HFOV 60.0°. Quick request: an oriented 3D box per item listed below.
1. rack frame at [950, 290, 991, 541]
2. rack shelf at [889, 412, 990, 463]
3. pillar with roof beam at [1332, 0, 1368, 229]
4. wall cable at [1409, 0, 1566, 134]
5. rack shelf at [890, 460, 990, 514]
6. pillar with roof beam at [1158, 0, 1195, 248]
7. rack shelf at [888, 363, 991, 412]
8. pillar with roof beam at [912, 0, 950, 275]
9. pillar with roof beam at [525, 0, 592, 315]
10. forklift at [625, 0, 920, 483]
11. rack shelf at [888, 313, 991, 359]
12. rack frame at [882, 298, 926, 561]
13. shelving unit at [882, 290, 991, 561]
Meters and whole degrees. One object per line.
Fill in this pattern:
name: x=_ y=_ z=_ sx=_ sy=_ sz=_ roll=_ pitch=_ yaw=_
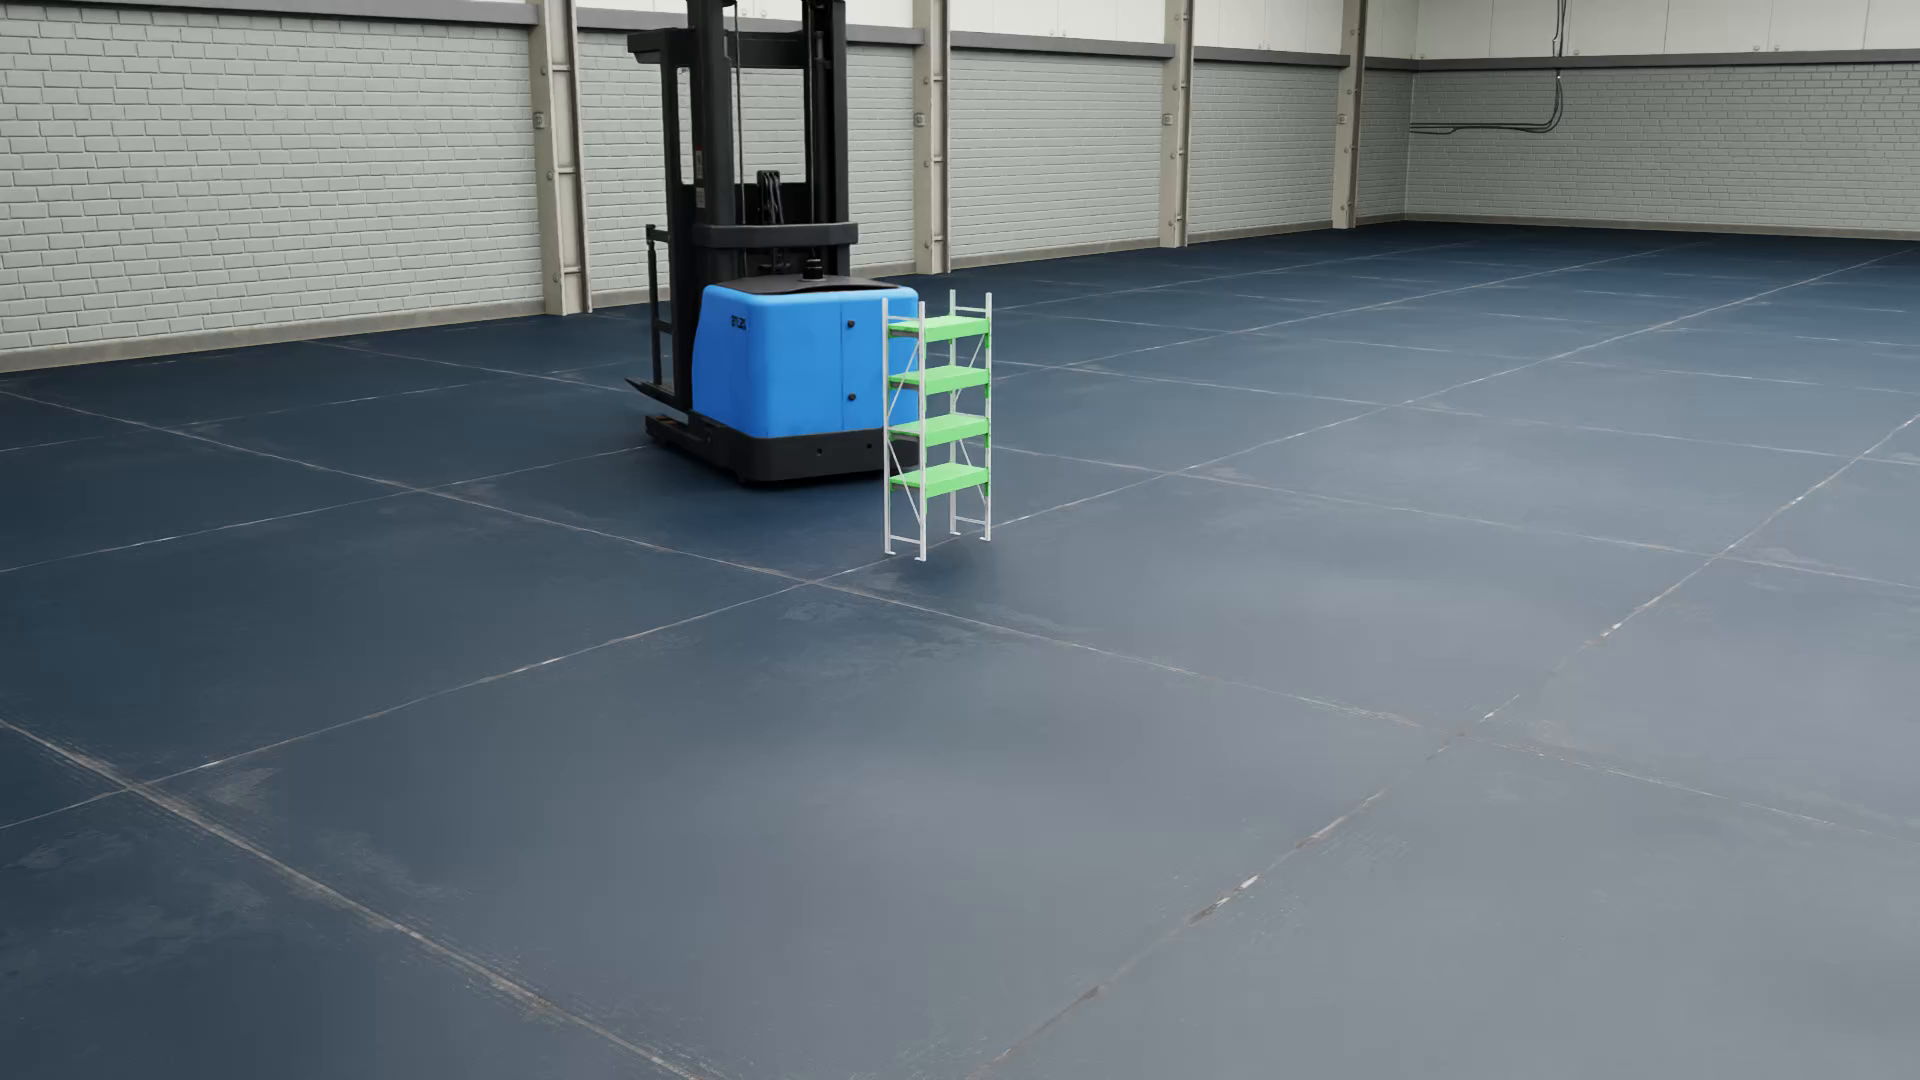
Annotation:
rack frame: x=0.049 y=-0.597 z=8.034 sx=0.240 sy=1.200 sz=0.015 roll=11 pitch=18 yaw=38
rack shelf: x=-0.104 y=-0.488 z=7.866 sx=0.258 sy=0.148 sz=0.480 roll=11 pitch=18 yaw=38
pillar with roof beam: x=10.524 y=-9.544 z=27.415 sx=9.100 sy=9.000 sz=0.400 roll=11 pitch=18 yaw=38
wall cable: x=10.055 y=-9.065 z=31.835 sx=3.097 sy=2.526 sz=0.112 roll=11 pitch=18 yaw=38
rack shelf: x=-0.104 y=-0.255 z=7.925 sx=0.258 sy=0.148 sz=0.480 roll=11 pitch=18 yaw=38
pillar with roof beam: x=6.753 y=-8.395 z=22.892 sx=9.100 sy=9.000 sz=0.400 roll=11 pitch=18 yaw=38
rack shelf: x=-0.104 y=-0.721 z=7.807 sx=0.258 sy=0.148 sz=0.480 roll=11 pitch=18 yaw=38
pillar with roof beam: x=2.982 y=-7.246 z=18.369 sx=9.100 sy=9.000 sz=0.400 roll=11 pitch=18 yaw=38
pillar with roof beam: x=-0.789 y=-6.097 z=13.846 sx=9.100 sy=9.000 sz=0.400 roll=11 pitch=18 yaw=38
forklift: x=-1.350 y=-2.052 z=10.246 sx=1.130 sy=2.935 sz=3.031 roll=-7 pitch=16 yaw=-27
rack shelf: x=-0.104 y=-0.953 z=7.748 sx=0.258 sy=0.148 sz=0.480 roll=11 pitch=18 yaw=38
rack frame: x=-0.257 y=-0.503 z=7.666 sx=0.240 sy=1.200 sz=0.015 roll=11 pitch=18 yaw=38
shelving unit: x=-0.104 y=-0.550 z=7.850 sx=0.258 sy=1.200 sz=0.503 roll=11 pitch=18 yaw=38
